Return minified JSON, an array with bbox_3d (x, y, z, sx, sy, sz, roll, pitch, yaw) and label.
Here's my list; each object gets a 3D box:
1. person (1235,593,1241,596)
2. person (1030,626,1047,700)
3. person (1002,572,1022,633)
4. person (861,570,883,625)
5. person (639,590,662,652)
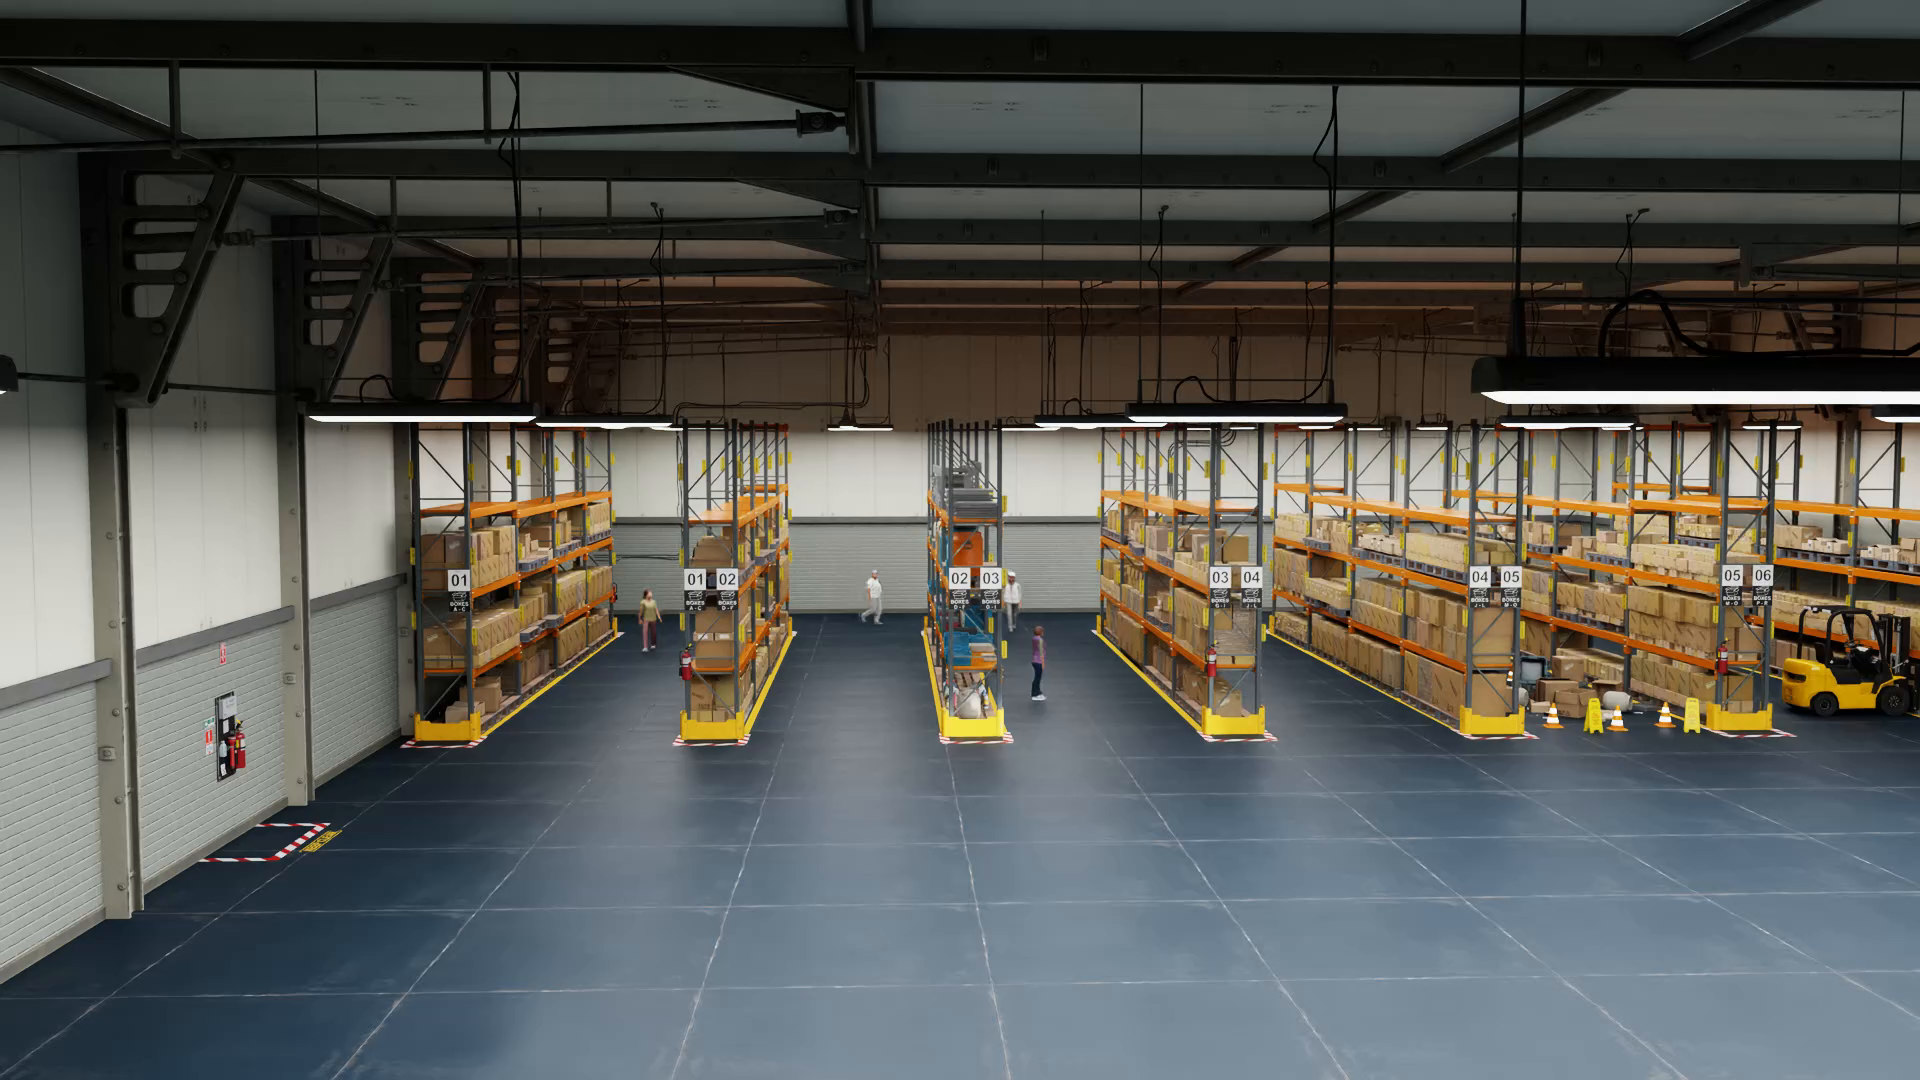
[{"bbox_3d":[8.252,1.730,48.881,0.529,1.725,1.022,1,4,22],"label":"person"},{"bbox_3d":[1.731,2.650,35.716,0.432,1.620,0.459,-1,4,-18],"label":"person"},{"bbox_3d":[1.508,1.792,48.052,0.566,1.729,1.066,0,4,-7],"label":"person"},{"bbox_3d":[-2.609,1.715,49.711,0.620,1.632,0.514,2,4,27],"label":"person"},{"bbox_3d":[-8.133,2.105,43.651,0.602,1.613,1.039,0,4,-4],"label":"person"}]
